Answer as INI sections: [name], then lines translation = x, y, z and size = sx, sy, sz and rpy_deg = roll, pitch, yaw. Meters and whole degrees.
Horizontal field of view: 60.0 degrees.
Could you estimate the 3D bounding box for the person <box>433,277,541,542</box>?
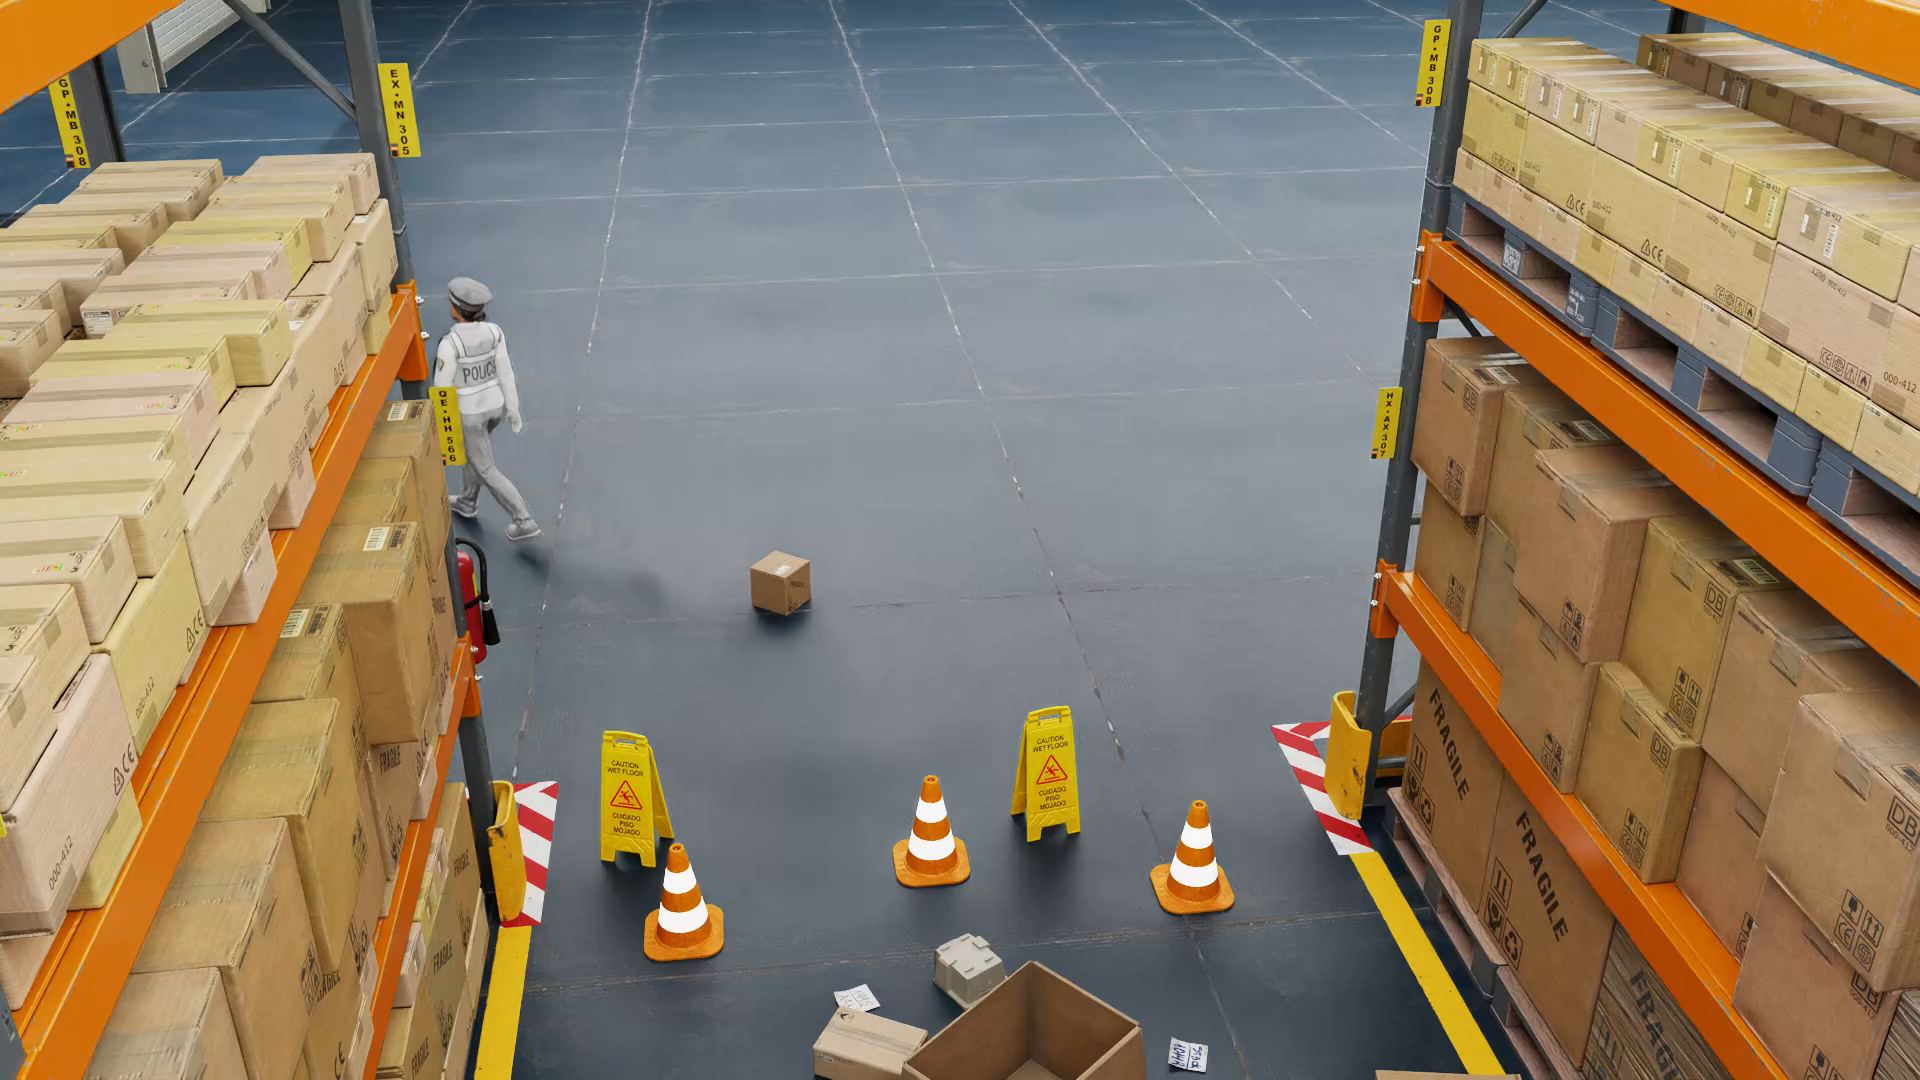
[person]
translation = -2.976, -0.801, 10.126
size = 0.969, 1.640, 0.502
rpy_deg = 17, 32, 29
